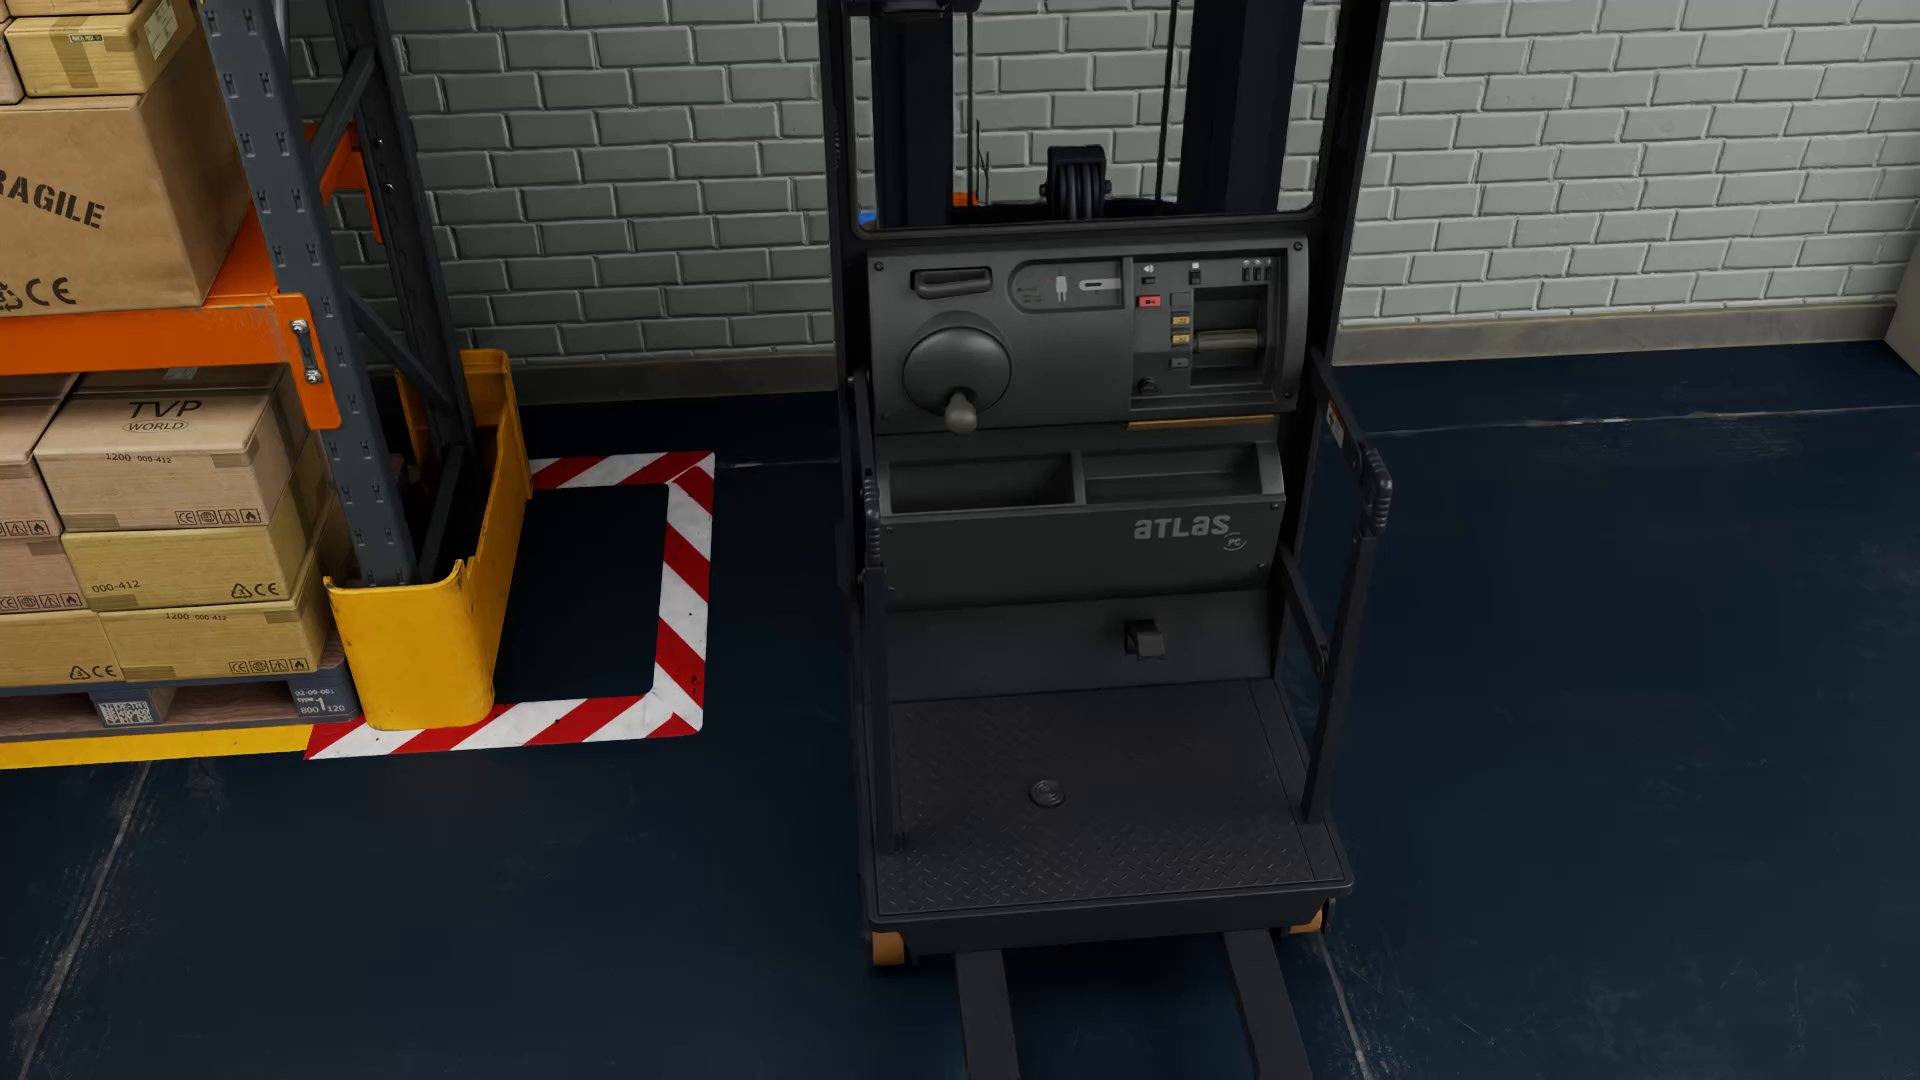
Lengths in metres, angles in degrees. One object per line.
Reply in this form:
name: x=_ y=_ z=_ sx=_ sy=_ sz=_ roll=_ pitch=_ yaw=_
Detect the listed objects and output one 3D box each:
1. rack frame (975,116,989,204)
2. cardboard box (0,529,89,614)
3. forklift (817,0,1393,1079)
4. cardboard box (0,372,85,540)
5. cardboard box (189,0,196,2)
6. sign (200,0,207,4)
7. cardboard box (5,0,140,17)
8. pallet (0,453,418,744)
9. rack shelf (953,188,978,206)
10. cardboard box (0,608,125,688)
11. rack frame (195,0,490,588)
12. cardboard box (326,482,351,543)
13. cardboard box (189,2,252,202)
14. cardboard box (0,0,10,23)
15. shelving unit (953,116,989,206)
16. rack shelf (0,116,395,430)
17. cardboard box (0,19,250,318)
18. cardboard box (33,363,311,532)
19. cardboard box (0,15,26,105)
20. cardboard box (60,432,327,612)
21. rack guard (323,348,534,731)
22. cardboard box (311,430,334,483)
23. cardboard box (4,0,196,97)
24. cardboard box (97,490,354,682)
rack frame: x=0.064 y=-0.702 z=5.172 sx=0.006 sy=1.200 sz=0.240 roll=-4 pitch=38 yaw=-5
cardboard box: x=-2.509 y=-0.057 z=4.378 sx=0.500 sy=0.250 sz=0.500 roll=-3 pitch=38 yaw=-4
forklift: x=0.297 y=-0.362 z=3.343 sx=1.130 sy=2.935 sz=3.031 roll=-3 pitch=38 yaw=-4
cardboard box: x=-2.491 y=-0.245 z=4.212 sx=0.500 sy=0.250 sz=0.500 roll=-2 pitch=38 yaw=-3
cardboard box: x=-1.912 y=-1.451 z=4.064 sx=0.250 sy=0.149 sz=0.380 roll=-4 pitch=38 yaw=-5
sign: x=-1.517 y=-1.228 z=3.259 sx=0.005 sy=0.325 sz=0.100 roll=-3 pitch=38 yaw=-4
cardboard box: x=-1.890 y=-1.277 z=3.602 sx=0.250 sy=0.149 sz=0.380 roll=-3 pitch=38 yaw=-4
pallet: x=-2.309 y=0.146 z=4.894 sx=1.213 sy=0.211 sz=1.003 roll=-3 pitch=38 yaw=-4
rack shelf: x=-0.027 y=-0.943 z=4.968 sx=0.180 sy=0.103 sz=0.258 roll=-4 pitch=38 yaw=-5
cardboard box: x=-2.488 y=0.141 z=4.531 sx=0.500 sy=0.250 sz=0.500 roll=-3 pitch=38 yaw=-4
rack frame: x=-1.551 y=-1.016 z=4.116 sx=0.127 sy=3.000 sz=1.000 roll=-3 pitch=38 yaw=-4
cardboard box: x=-2.058 y=-0.195 z=4.957 sx=0.500 sy=0.250 sz=0.500 roll=-3 pitch=38 yaw=-4
cardboard box: x=-2.069 y=-1.200 z=4.268 sx=0.500 sy=0.500 sz=0.500 roll=-2 pitch=38 yaw=-3
cardboard box: x=-2.132 y=-1.244 z=3.561 sx=0.250 sy=0.149 sz=0.380 roll=-3 pitch=38 yaw=-4
shelving unit: x=-0.027 y=-0.696 z=5.163 sx=0.189 sy=1.200 sz=0.258 roll=-4 pitch=38 yaw=-5
rack shelf: x=-3.544 y=-0.624 z=4.200 sx=4.000 sy=0.370 sz=1.077 roll=-3 pitch=38 yaw=-4
cardboard box: x=-2.018 y=-0.866 z=3.846 sx=0.500 sy=0.500 sz=0.500 roll=-4 pitch=38 yaw=-5
cardboard box: x=-1.982 y=-0.276 z=4.252 sx=0.500 sy=0.250 sz=0.500 roll=-2 pitch=38 yaw=-2
cardboard box: x=-2.124 y=-1.086 z=3.600 sx=0.250 sy=0.149 sz=0.380 roll=-3 pitch=38 yaw=-3
cardboard box: x=-2.009 y=-0.078 z=4.405 sx=0.500 sy=0.250 sz=0.500 roll=-4 pitch=38 yaw=-5
rack guard: x=-1.527 y=-0.036 z=4.892 sx=0.348 sy=0.500 sz=1.175 roll=-3 pitch=38 yaw=-4
cardboard box: x=-2.038 y=-0.400 z=4.813 sx=0.500 sy=0.250 sz=0.500 roll=-2 pitch=38 yaw=-3
cardboard box: x=-1.872 y=-1.118 z=3.641 sx=0.250 sy=0.149 sz=0.380 roll=-3 pitch=38 yaw=-3
cardboard box: x=-1.991 y=0.119 z=4.558 sx=0.500 sy=0.250 sz=0.500 roll=-3 pitch=38 yaw=-4
